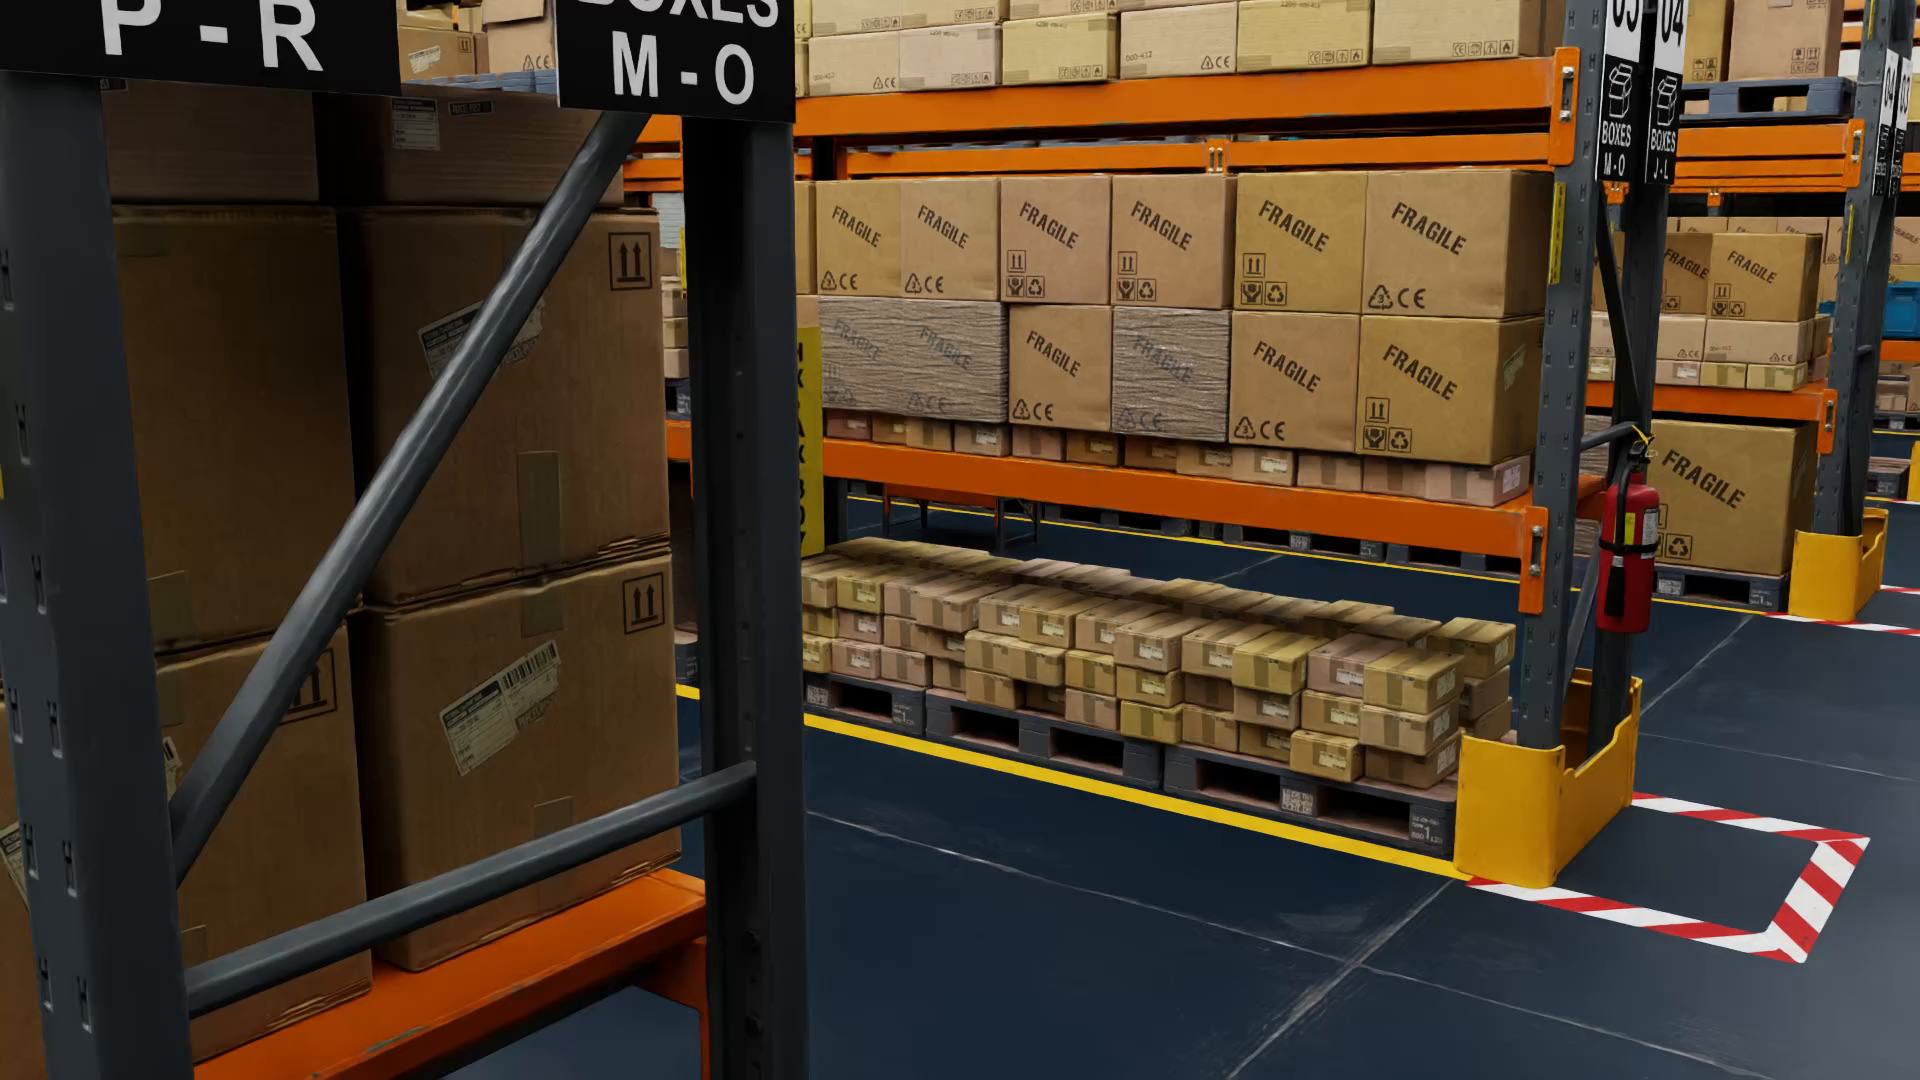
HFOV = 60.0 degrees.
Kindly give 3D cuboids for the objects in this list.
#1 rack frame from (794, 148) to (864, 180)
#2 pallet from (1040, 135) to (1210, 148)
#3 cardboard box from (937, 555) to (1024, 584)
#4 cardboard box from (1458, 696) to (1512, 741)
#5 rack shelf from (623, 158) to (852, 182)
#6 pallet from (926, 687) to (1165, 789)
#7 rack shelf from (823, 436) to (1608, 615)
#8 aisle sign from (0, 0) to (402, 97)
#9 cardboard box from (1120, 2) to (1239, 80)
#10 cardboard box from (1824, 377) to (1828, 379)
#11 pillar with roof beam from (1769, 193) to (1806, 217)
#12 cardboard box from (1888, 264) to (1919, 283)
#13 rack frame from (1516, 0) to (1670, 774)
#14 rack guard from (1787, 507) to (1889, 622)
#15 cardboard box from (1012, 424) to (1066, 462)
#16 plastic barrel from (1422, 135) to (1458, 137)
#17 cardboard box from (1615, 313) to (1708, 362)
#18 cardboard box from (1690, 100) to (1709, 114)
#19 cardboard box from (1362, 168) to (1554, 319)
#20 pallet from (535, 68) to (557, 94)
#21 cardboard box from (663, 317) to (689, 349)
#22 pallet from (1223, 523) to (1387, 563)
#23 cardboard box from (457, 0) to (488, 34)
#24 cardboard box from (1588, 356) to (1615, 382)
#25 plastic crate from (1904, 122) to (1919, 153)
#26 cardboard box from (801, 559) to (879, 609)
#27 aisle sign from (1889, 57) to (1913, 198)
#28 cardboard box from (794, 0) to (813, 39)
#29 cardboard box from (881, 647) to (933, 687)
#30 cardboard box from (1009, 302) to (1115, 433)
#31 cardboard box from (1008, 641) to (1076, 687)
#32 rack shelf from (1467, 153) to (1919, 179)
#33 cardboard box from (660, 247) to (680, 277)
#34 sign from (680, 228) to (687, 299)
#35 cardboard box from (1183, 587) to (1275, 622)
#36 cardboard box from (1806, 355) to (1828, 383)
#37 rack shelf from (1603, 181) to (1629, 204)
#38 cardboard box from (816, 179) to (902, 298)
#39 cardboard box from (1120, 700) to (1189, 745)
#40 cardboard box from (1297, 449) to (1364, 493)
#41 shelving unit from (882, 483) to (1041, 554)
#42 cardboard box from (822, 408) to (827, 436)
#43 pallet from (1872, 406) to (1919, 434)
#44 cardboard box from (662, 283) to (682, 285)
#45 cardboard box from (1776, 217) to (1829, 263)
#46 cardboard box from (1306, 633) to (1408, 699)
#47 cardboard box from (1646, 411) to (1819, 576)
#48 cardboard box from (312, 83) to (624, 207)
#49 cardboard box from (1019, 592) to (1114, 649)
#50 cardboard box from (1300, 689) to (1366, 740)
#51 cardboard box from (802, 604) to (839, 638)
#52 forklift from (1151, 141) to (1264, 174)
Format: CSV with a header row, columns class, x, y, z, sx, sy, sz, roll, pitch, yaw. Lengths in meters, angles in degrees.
class,x,y,z,sx,sy,sz,roll,pitch,yaw
rack frame,-1.144,-2.004,14.490,0.127,3.000,1.000,8,13,36
pallet,1.312,-3.028,12.392,1.217,0.209,0.805,7,13,33
cardboard box,0.101,0.186,8.004,0.250,0.149,0.380,8,14,37
cardboard box,2.054,0.729,6.763,0.250,0.149,0.380,8,14,37
rack shelf,-2.756,-3.348,15.436,4.000,0.370,1.077,8,13,36
pallet,0.613,0.770,7.493,1.213,0.211,1.003,8,13,36
rack shelf,0.675,-0.228,7.205,4.000,0.370,1.077,8,13,36
aisle sign,-0.687,-0.808,1.465,0.004,0.787,0.394,8,13,36
cardboard box,0.956,-1.880,6.348,0.500,0.250,0.500,9,14,38
cardboard box,10.095,-1.704,19.019,0.500,0.250,0.500,8,13,36
pillar with roof beam,9.404,-6.169,20.226,0.400,9.000,9.100,8,13,36
cardboard box,10.229,-2.736,18.012,0.500,0.500,0.500,8,14,36
rack frame,2.287,-0.356,5.975,0.127,3.000,1.000,8,13,36
rack guard,5.324,0.126,10.064,0.348,0.500,1.175,8,13,36
cardboard box,0.431,-0.437,7.054,0.250,0.149,0.380,9,14,38
plastic barrel,4.736,-4.155,16.251,0.433,0.535,0.433,0,11,0
cardboard box,4.348,-1.248,10.194,0.500,0.250,0.500,8,13,35
cardboard box,8.681,-4.956,18.958,0.500,0.500,0.700,8,13,36
cardboard box,1.771,-1.056,5.911,0.500,0.500,0.500,8,13,34
pallet,-1.372,-2.272,8.475,1.003,0.211,1.213,8,13,36
cardboard box,-1.375,-1.049,8.330,0.250,0.149,0.380,8,14,37
pallet,2.647,-0.088,11.926,1.213,0.211,1.003,8,13,36
cardboard box,-2.632,-3.006,9.496,0.258,0.266,0.396,8,13,36
cardboard box,3.998,-1.085,10.404,0.250,0.149,0.380,8,13,34
plastic crate,8.091,-3.357,13.932,0.590,0.269,0.497,8,13,36
cardboard box,-0.595,0.206,7.902,0.250,0.149,0.380,9,14,38
aisle sign,5.540,-2.419,9.790,0.004,0.787,0.394,8,13,36
cardboard box,-0.691,-2.360,7.512,0.500,0.250,0.500,9,14,37
cardboard box,-0.154,0.548,7.698,0.250,0.149,0.380,8,13,34
cardboard box,0.550,-0.735,6.883,0.500,0.500,0.500,9,14,38
cardboard box,0.414,0.503,7.151,0.250,0.149,0.380,8,14,36
rack shelf,6.624,-3.207,14.706,4.000,0.370,1.077,8,13,36
cardboard box,-2.916,-2.530,15.831,0.637,0.503,0.797,10,15,41
sign,-1.263,-1.289,7.748,0.005,0.325,0.100,8,13,36
cardboard box,1.178,0.326,7.282,0.250,0.149,0.380,9,14,38
cardboard box,5.214,-1.071,10.332,0.250,0.149,0.380,8,14,36
rack shelf,6.335,-4.415,20.948,4.000,0.370,1.077,8,13,36
cardboard box,-0.291,-1.348,7.422,0.500,0.500,0.500,7,13,34
cardboard box,0.861,0.709,6.869,0.250,0.149,0.380,7,13,33
cardboard box,1.468,-0.286,6.272,0.250,0.149,0.380,8,13,35
shelving unit,0.005,-0.552,11.919,1.048,1.125,0.538,8,13,36
cardboard box,-0.650,-0.583,7.808,0.250,0.149,0.380,8,14,37
pallet,10.467,-1.349,18.450,1.213,0.211,1.003,8,13,36
cardboard box,-1.593,-1.226,8.461,0.250,0.149,0.380,7,13,34
cardboard box,9.407,-3.340,18.504,0.500,0.500,0.500,8,14,37
cardboard box,1.542,0.487,6.448,0.250,0.149,0.380,8,14,37
cardboard box,4.741,-0.327,10.311,0.875,0.875,0.875,8,13,36
cardboard box,-0.684,-0.528,2.258,0.250,0.149,0.380,8,14,37
cardboard box,0.463,0.345,7.181,0.250,0.149,0.380,8,14,36
cardboard box,1.514,0.638,6.453,0.250,0.149,0.380,8,13,34
cardboard box,-0.577,0.346,7.962,0.250,0.149,0.380,8,14,36
forklift,2.472,-2.072,15.023,1.130,2.935,3.031,8,14,36
